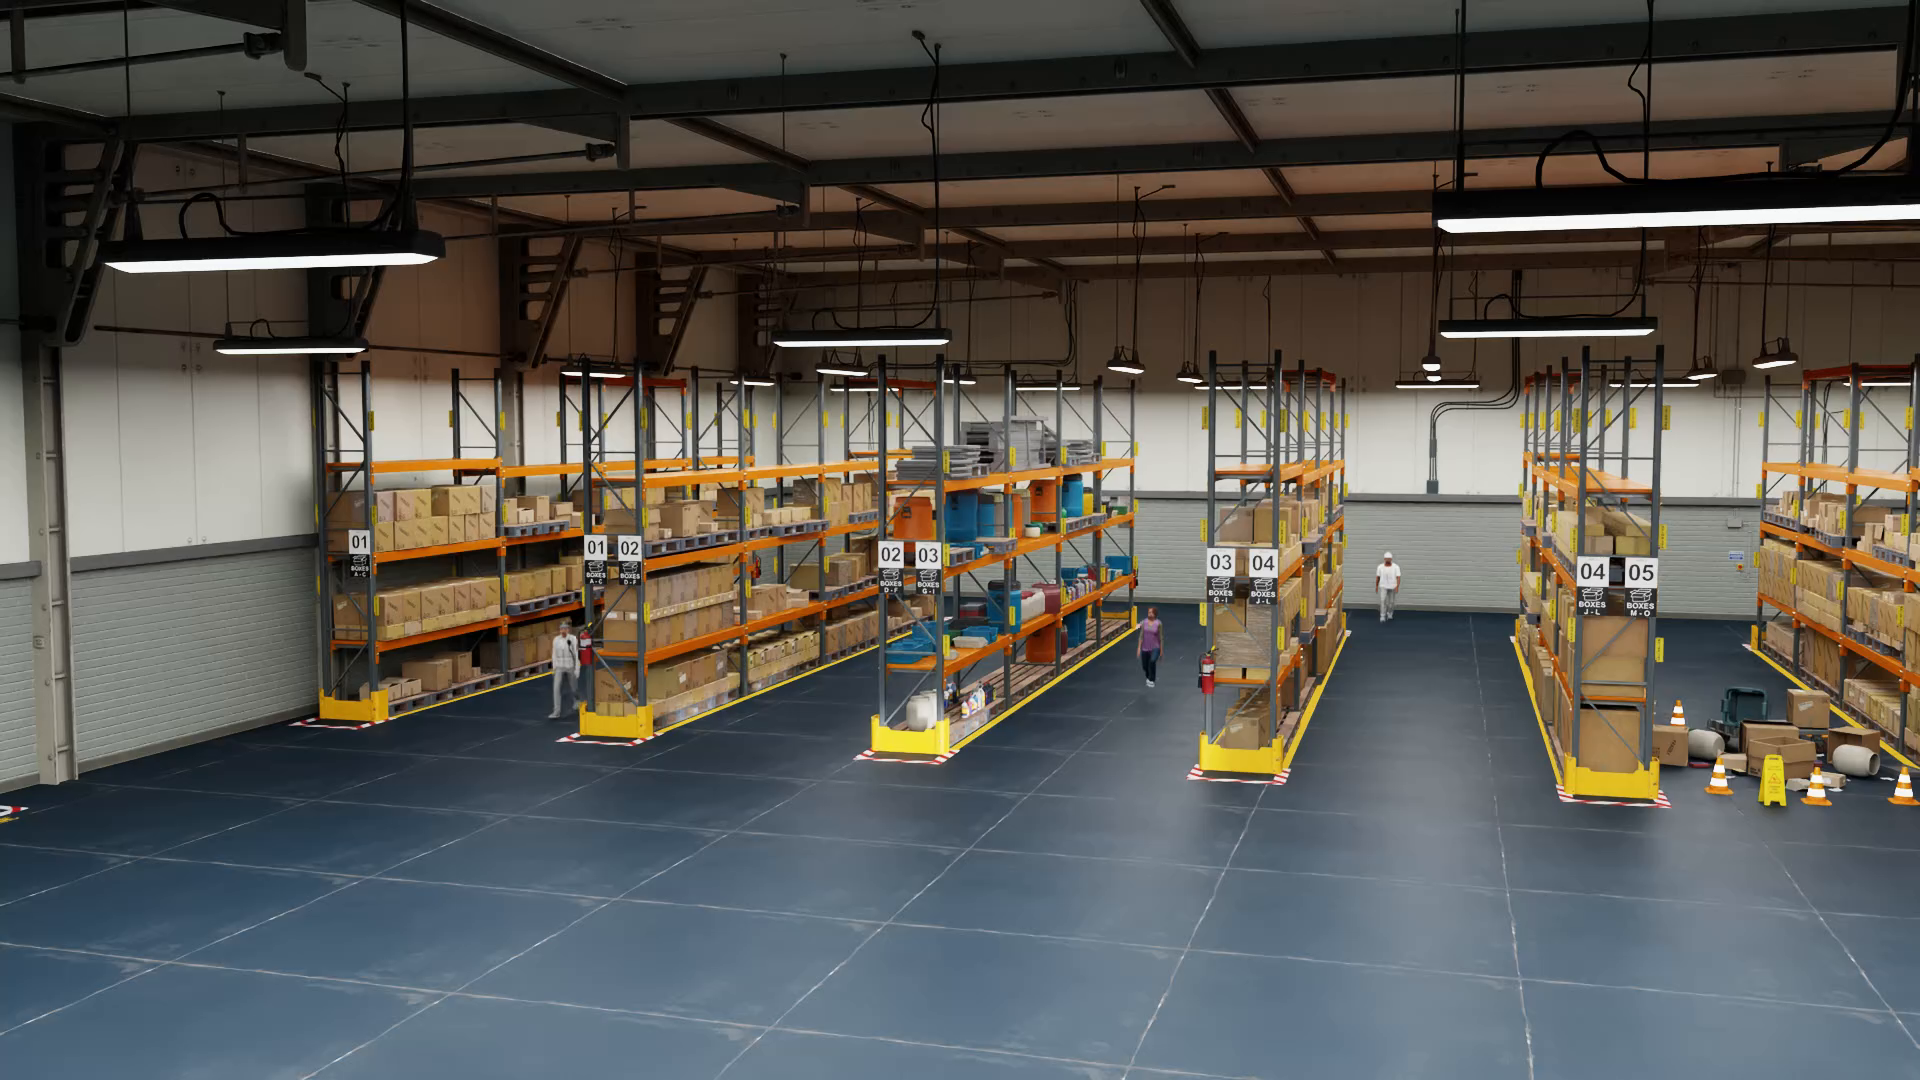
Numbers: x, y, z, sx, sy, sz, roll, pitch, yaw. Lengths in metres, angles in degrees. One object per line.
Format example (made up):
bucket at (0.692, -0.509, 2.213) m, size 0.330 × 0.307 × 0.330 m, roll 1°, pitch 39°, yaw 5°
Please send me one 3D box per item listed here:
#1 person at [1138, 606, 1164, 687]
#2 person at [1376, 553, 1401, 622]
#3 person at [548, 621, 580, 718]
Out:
person at (3.429, 1.928, 29.764) m, size 0.449 × 1.509 × 0.899 m, roll 1°, pitch 4°, yaw 15°
person at (10.672, 1.165, 41.428) m, size 0.589 × 1.698 × 1.092 m, roll 1°, pitch 4°, yaw 11°
person at (-6.693, 2.162, 28.241) m, size 0.516 × 1.633 × 0.909 m, roll 0°, pitch 4°, yaw 2°
